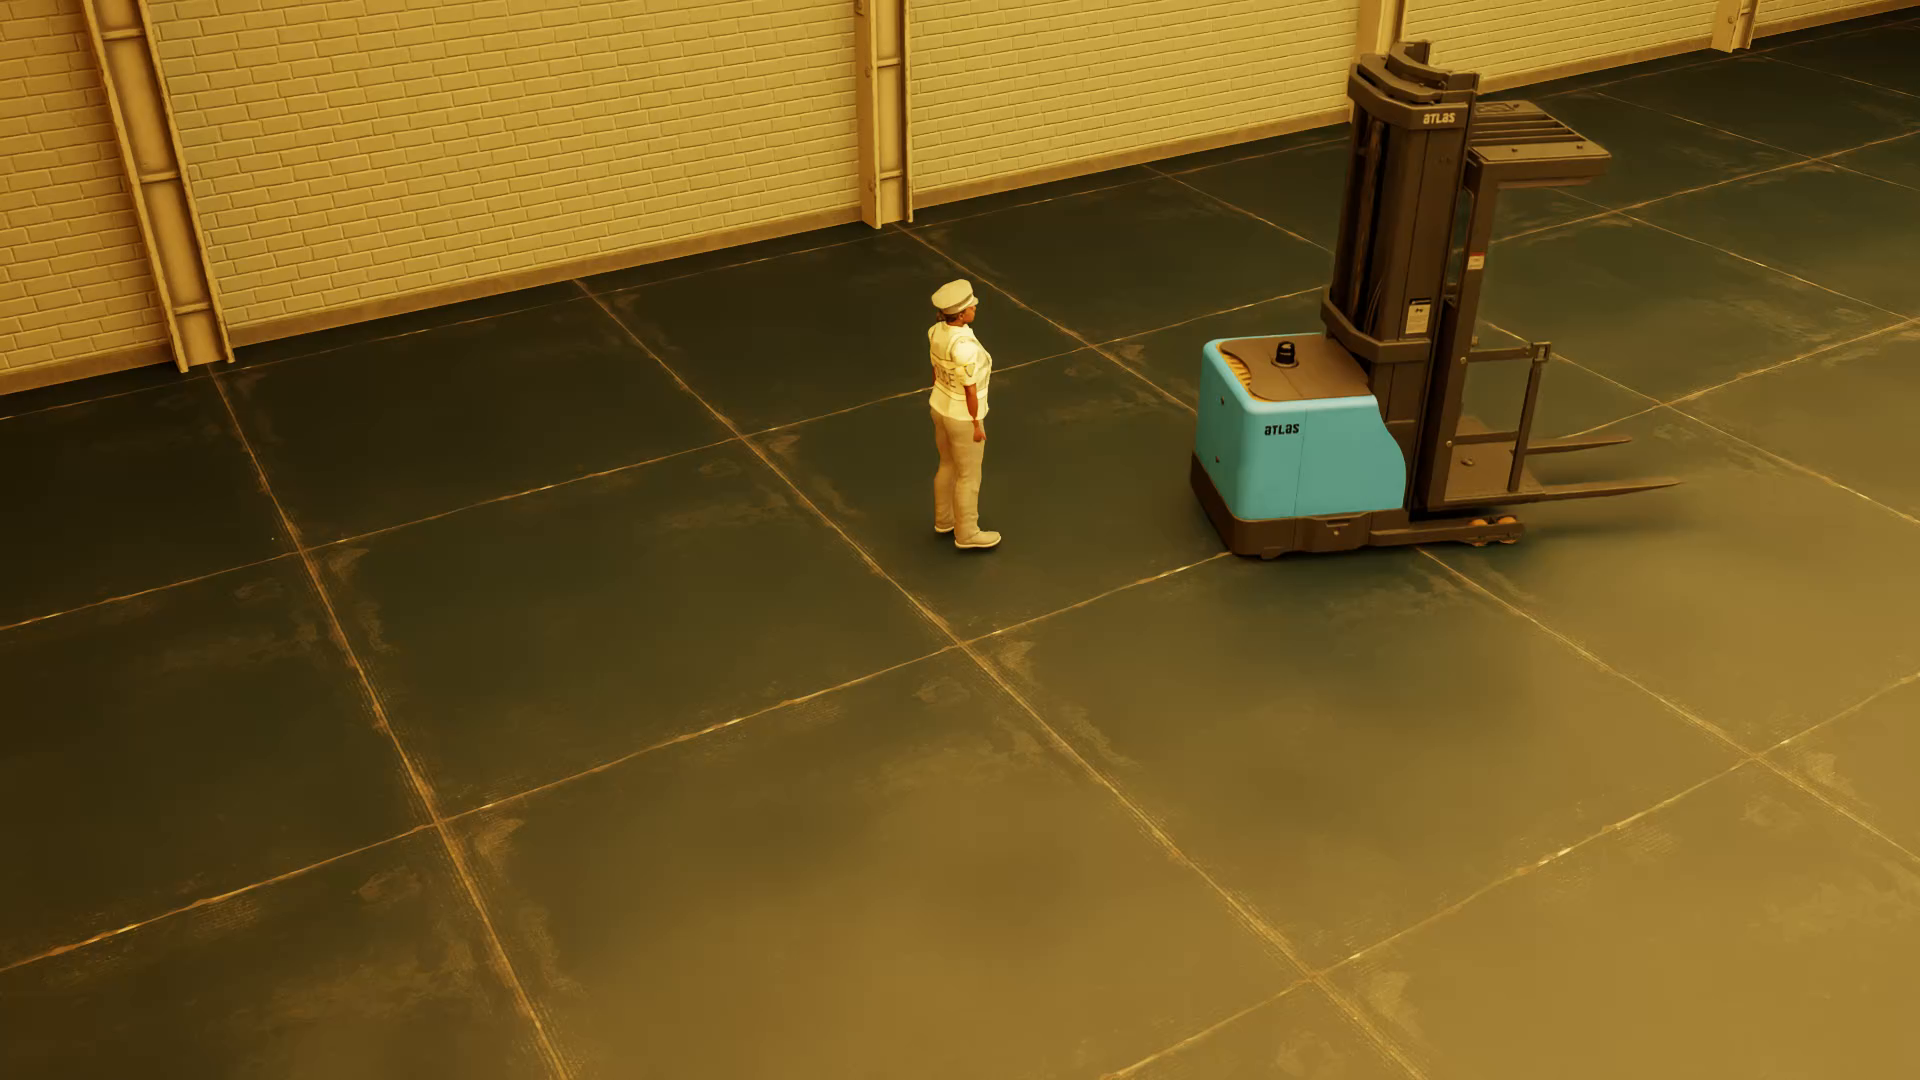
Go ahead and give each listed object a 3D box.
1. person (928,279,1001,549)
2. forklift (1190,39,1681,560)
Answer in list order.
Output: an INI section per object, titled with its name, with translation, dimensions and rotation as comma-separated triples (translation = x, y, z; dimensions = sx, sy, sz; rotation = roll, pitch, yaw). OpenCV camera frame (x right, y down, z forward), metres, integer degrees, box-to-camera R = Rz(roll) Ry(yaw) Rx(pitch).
[person]
translation = 0.011, -0.759, 10.047
dimensions = 0.349, 1.694, 0.451
rotation = -17, 35, -26
[forklift]
translation = 3.086, -1.482, 10.122
dimensions = 3.031, 2.935, 1.130
rotation = -5, 31, -8
